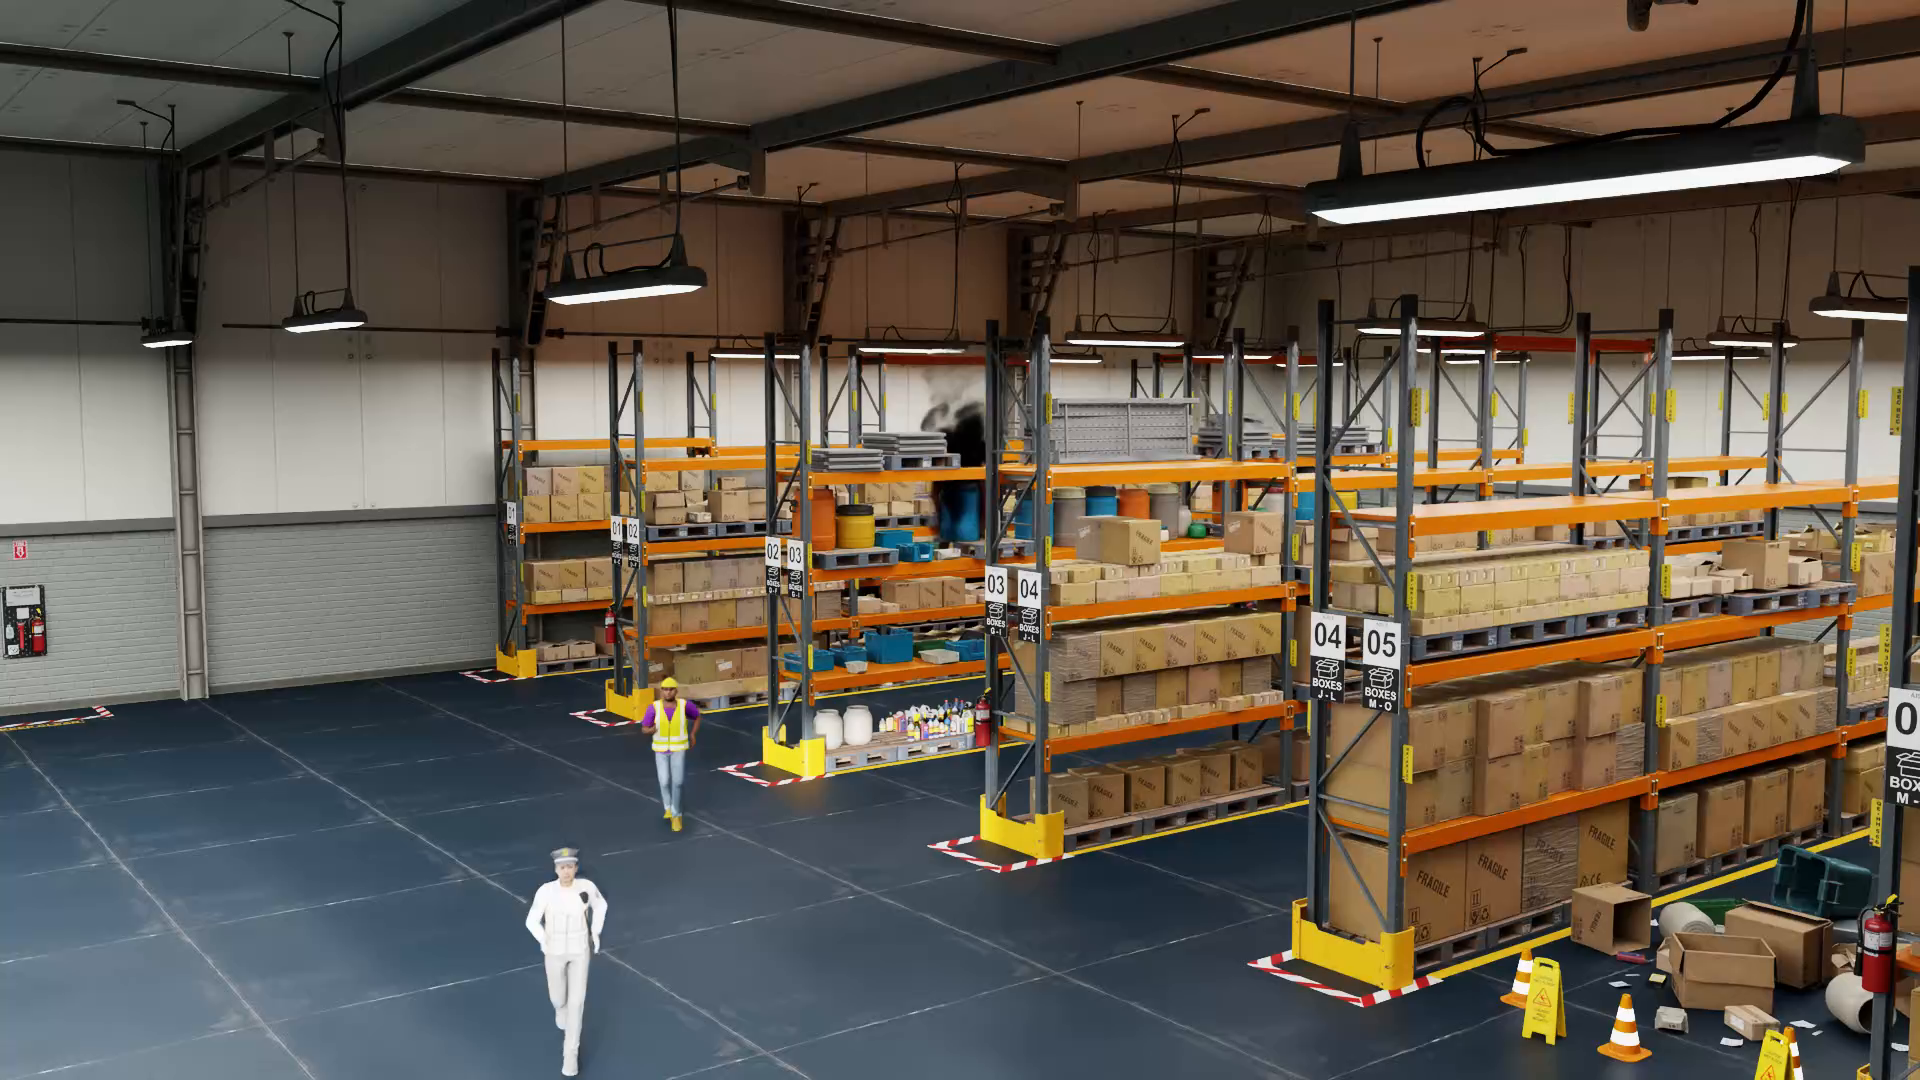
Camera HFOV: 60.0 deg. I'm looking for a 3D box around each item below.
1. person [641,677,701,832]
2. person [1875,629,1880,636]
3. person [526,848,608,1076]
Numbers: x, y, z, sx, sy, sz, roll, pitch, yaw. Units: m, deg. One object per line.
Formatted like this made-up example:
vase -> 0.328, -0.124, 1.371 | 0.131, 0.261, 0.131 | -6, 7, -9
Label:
person -> -3.451, 2.546, 19.829 | 0.674, 1.825, 0.717 | 0, 5, -3
person -> 13.724, 2.166, 24.693 | 0.869, 1.690, 0.576 | -3, 6, -30
person -> -3.075, 3.199, 12.928 | 0.564, 1.687, 0.879 | -1, 5, -13
